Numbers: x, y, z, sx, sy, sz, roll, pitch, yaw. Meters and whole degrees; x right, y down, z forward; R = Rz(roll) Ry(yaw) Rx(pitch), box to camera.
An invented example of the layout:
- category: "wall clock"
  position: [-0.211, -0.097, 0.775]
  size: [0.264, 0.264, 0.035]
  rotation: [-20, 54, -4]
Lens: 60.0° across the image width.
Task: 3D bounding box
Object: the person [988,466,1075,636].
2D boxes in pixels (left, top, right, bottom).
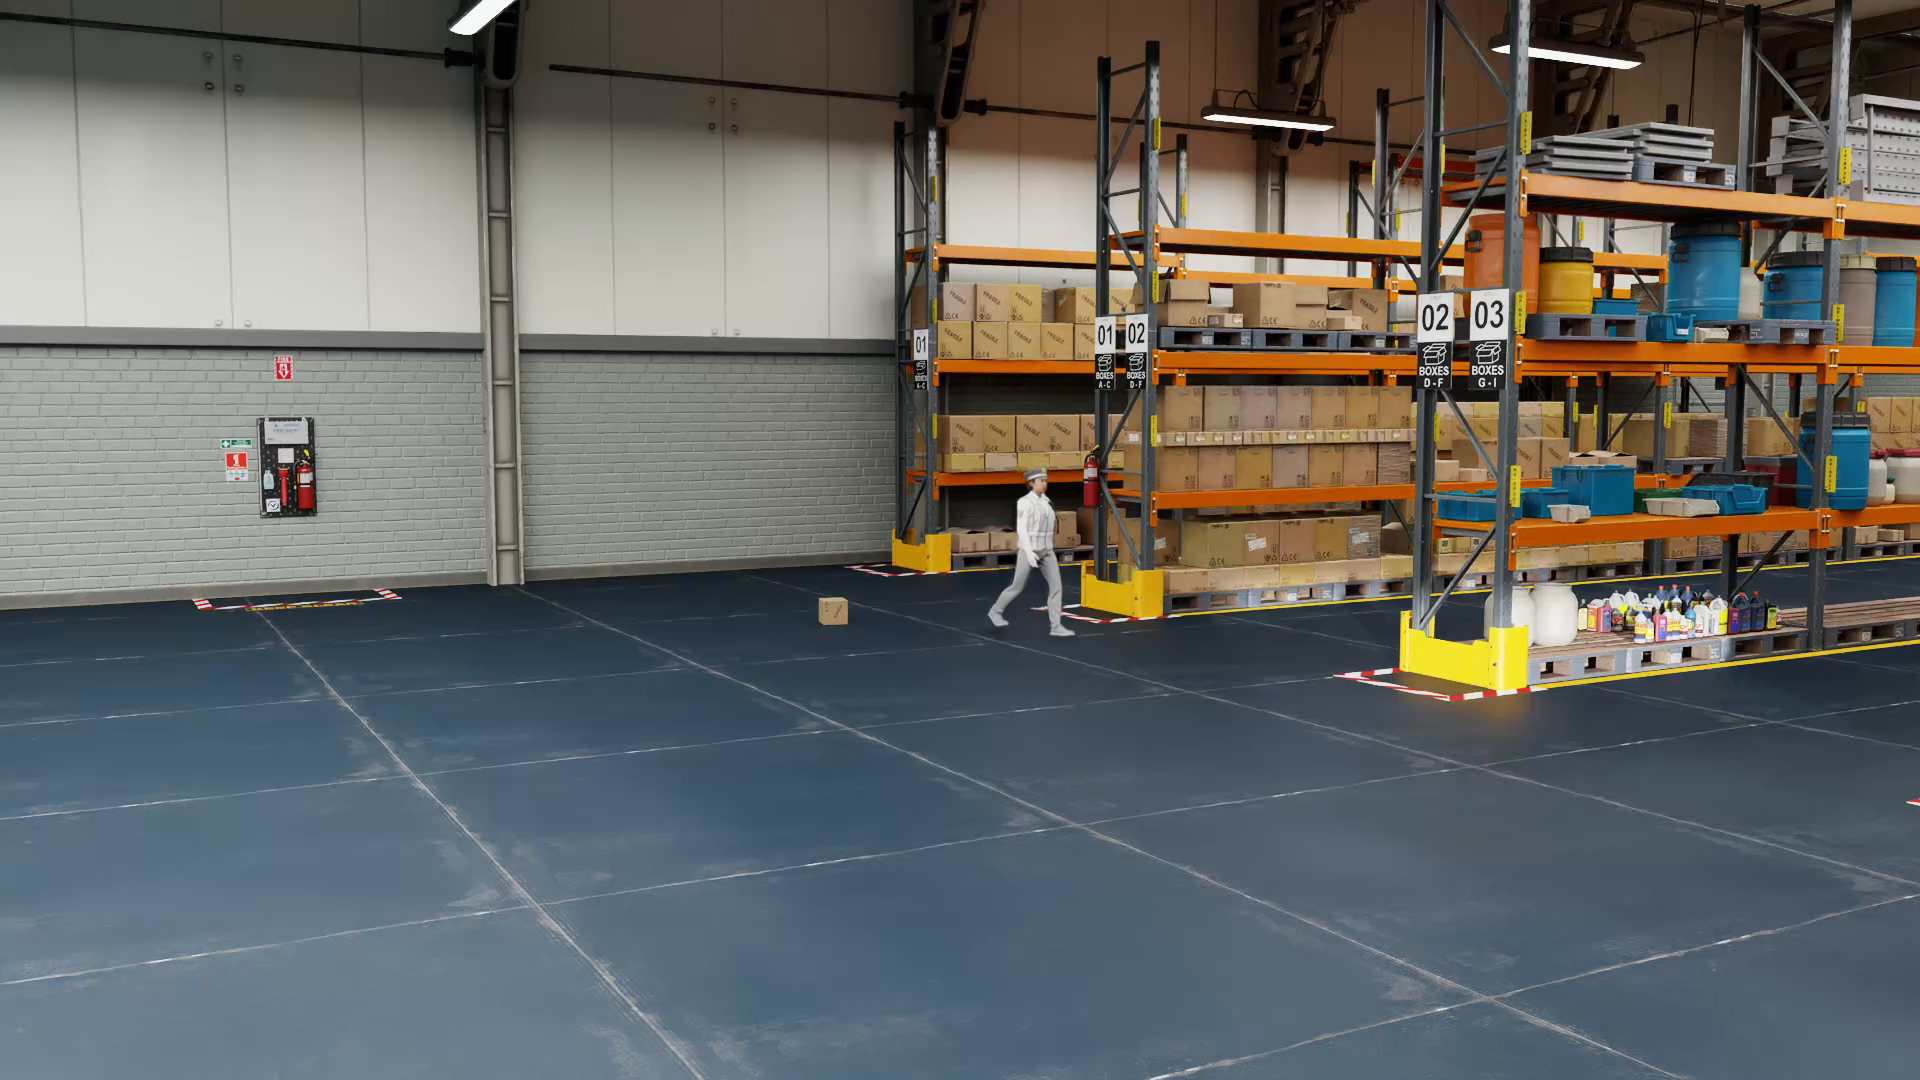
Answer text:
- category: "person"
  position: [0.717, 0.096, 16.234]
  size: [0.507, 1.643, 0.988]
  rotation: [-5, 7, -42]
